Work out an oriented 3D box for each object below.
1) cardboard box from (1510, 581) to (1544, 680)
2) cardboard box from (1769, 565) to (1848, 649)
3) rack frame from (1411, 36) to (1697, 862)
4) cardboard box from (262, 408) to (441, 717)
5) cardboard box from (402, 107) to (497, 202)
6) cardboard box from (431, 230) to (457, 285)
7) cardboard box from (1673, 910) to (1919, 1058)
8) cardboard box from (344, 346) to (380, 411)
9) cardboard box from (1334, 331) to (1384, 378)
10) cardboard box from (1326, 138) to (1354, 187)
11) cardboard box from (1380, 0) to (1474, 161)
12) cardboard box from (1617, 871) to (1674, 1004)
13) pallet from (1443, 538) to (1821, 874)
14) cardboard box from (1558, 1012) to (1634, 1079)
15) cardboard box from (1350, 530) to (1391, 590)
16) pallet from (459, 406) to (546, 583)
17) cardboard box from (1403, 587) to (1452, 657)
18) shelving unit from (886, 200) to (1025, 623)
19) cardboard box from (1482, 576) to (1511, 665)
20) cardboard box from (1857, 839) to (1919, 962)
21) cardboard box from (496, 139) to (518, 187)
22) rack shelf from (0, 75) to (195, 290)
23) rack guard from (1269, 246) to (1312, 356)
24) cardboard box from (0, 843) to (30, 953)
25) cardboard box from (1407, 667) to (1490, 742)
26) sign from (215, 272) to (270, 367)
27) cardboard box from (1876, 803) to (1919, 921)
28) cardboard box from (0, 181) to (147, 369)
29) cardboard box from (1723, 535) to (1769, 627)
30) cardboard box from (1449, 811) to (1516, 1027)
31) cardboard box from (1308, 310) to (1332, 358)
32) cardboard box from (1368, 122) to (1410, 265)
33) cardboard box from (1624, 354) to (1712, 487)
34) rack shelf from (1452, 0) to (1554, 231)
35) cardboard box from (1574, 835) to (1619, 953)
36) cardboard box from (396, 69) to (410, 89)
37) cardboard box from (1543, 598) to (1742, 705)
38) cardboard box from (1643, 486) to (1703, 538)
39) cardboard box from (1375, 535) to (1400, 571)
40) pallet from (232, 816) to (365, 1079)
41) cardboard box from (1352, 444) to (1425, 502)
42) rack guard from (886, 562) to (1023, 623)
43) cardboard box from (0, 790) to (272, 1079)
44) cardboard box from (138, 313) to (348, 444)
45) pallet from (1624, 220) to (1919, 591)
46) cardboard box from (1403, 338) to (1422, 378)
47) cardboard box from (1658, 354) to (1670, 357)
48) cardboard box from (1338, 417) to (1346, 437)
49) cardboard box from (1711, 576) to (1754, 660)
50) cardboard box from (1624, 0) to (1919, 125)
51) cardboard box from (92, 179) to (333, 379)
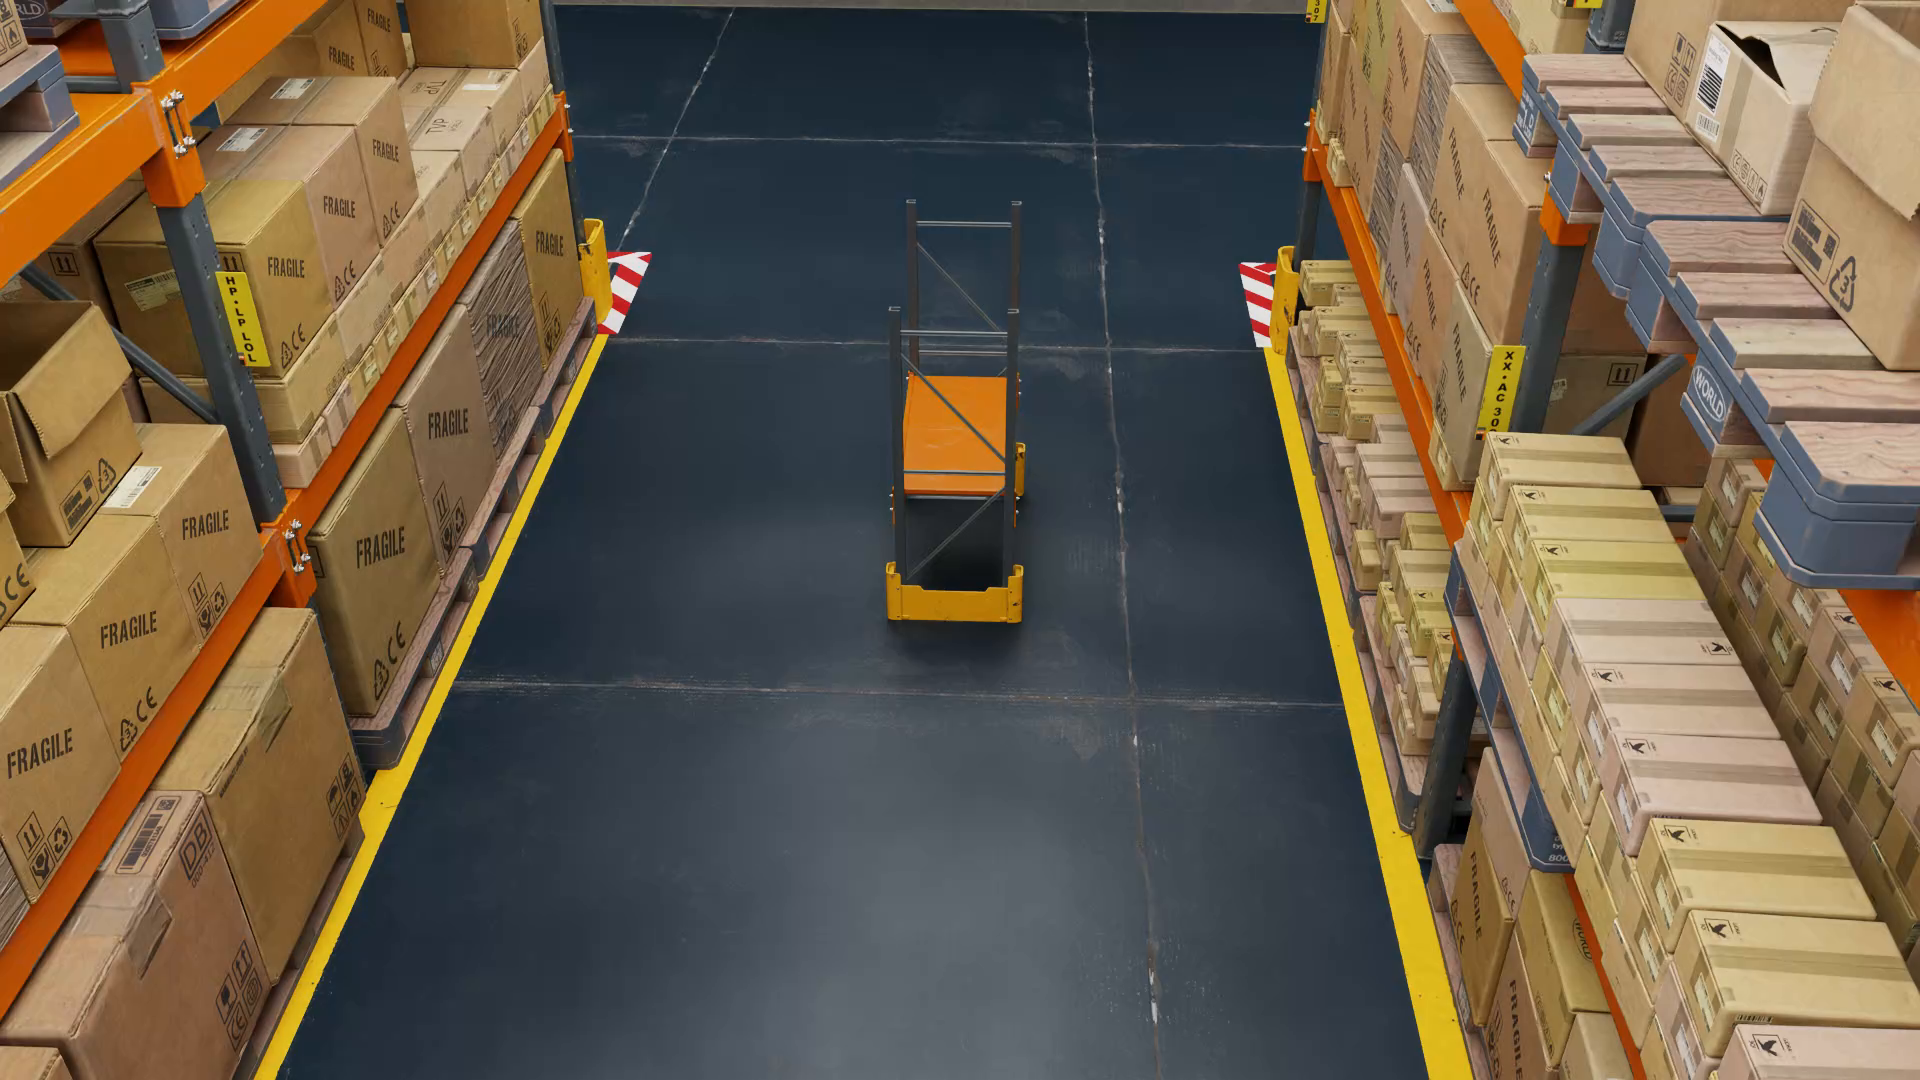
[{"bbox_3d":[1.680,0.244,4.388,0.380,0.149,0.250,2,35,3],"label":"cardboard box"},{"bbox_3d":[2.331,0.147,4.267,0.380,0.149,0.250,0,35,0],"label":"cardboard box"},{"bbox_3d":[2.174,-0.078,5.252,1.000,3.000,0.127,1,35,2],"label":"rack frame"},{"bbox_3d":[-2.671,0.069,6.525,0.875,0.875,0.875,1,35,2],"label":"cardboard box"},{"bbox_3d":[-2.412,-1.741,7.490,0.500,0.250,0.500,0,35,0],"label":"cardboard box"},{"bbox_3d":[-2.372,-1.206,7.076,0.380,0.149,0.250,0,35,1],"label":"cardboard box"},{"bbox_3d":[1.629,0.873,3.236,0.380,0.149,0.250,3,35,4],"label":"cardboard box"},{"bbox_3d":[-2.413,-0.612,6.231,0.380,0.149,0.250,2,35,3],"label":"cardboard box"},{"bbox_3d":[2.018,-0.885,7.997,0.380,0.149,0.250,0,35,0],"label":"cardboard box"},{"bbox_3d":[1.961,-1.794,7.913,0.380,0.149,0.250,0,35,1],"label":"cardboard box"},{"bbox_3d":[1.978,-1.815,6.508,0.500,0.500,0.500,0,35,0],"label":"cardboard box"},{"bbox_3d":[1.638,0.845,3.533,0.380,0.149,0.250,1,35,1],"label":"cardboard box"},{"bbox_3d":[1.998,0.436,4.688,1.003,0.211,1.213,1,35,2],"label":"pallet"},{"bbox_3d":[1.837,1.483,4.187,0.500,0.250,0.500,3,35,4],"label":"cardboard box"},{"bbox_3d":[1.891,0.089,7.129,0.380,0.149,0.250,1,35,2],"label":"cardboard box"},{"bbox_3d":[-2.623,-0.248,7.919,1.003,0.211,1.213,1,35,2],"label":"pallet"},{"bbox_3d":[1.899,0.315,6.290,0.380,0.149,0.250,2,35,2],"label":"cardboard box"},{"bbox_3d":[-0.003,-0.570,7.256,0.587,1.500,1.083,1,35,2],"label":"shelving unit"},{"bbox_3d":[1.694,0.228,4.670,0.380,0.149,0.250,2,35,3],"label":"cardboard box"},{"bbox_3d":[2.307,0.834,3.808,0.380,0.149,0.250,3,35,4],"label":"cardboard box"},{"bbox_3d":[-2.333,-1.796,7.916,0.380,0.149,0.250,2,35,3],"label":"cardboard box"},{"bbox_3d":[-2.858,-0.035,3.207,1.077,0.370,4.000,1,35,2],"label":"rack shelf"},{"bbox_3d":[2.332,-1.310,9.179,1.175,0.500,0.348,1,35,2],"label":"rack guard"},{"bbox_3d":[-2.589,0.856,3.837,0.500,0.500,0.500,1,35,2],"label":"cardboard box"},{"bbox_3d":[1.869,0.606,6.134,0.380,0.149,0.250,2,35,3],"label":"cardboard box"},{"bbox_3d":[-2.235,-0.685,5.178,0.100,0.325,0.005,1,35,2],"label":"sign"},{"bbox_3d":[2.306,0.722,3.709,0.380,0.149,0.250,1,35,2],"label":"cardboard box"},{"bbox_3d":[-3.026,-0.888,5.625,0.500,0.500,0.500,2,35,3],"label":"cardboard box"},{"bbox_3d":[2.346,0.116,4.571,0.380,0.149,0.250,2,35,2],"label":"cardboard box"},{"bbox_3d":[1.880,1.191,5.255,0.500,0.500,0.500,3,35,4],"label":"cardboard box"},{"bbox_3d":[1.990,-1.052,8.494,0.380,0.149,0.250,1,35,2],"label":"cardboard box"},{"bbox_3d":[1.998,-1.405,6.795,0.500,0.500,0.500,0,35,1],"label":"cardboard box"},{"bbox_3d":[2.446,-0.519,5.535,0.500,0.500,0.500,1,35,1],"label":"cardboard box"},{"bbox_3d":[2.255,-2.160,6.232,1.077,0.370,4.000,1,35,2],"label":"rack shelf"},{"bbox_3d":[1.652,0.819,3.829,0.380,0.149,0.250,1,35,1],"label":"cardboard box"},{"bbox_3d":[-2.920,-2.041,7.917,0.500,0.250,0.500,1,35,1],"label":"cardboard box"},{"bbox_3d":[1.668,0.276,4.084,0.380,0.149,0.250,1,35,1],"label":"cardboard box"},{"bbox_3d":[2.513,-0.130,5.545,0.380,0.149,0.250,3,35,4],"label":"cardboard box"},{"bbox_3d":[1.960,0.008,6.986,0.380,0.149,0.250,2,35,3],"label":"cardboard box"},{"bbox_3d":[-2.733,1.335,5.667,1.003,0.211,1.213,1,35,2],"label":"pallet"},{"bbox_3d":[1.907,-0.288,7.148,0.380,0.149,0.250,0,35,0],"label":"cardboard box"},{"bbox_3d":[-0.023,0.228,7.209,0.587,0.250,0.087,1,35,2],"label":"rack guard"},{"bbox_3d":[-2.818,1.328,4.734,1.225,0.875,0.875,0,35,0],"label":"cardboard box"},{"bbox_3d":[-2.497,-0.575,5.831,0.500,0.250,0.500,1,35,1],"label":"cardboard box"},{"bbox_3d":[2.004,-0.280,3.095,1.213,0.211,1.003,1,35,2],"label":"pallet"},{"bbox_3d":[1.940,-0.752,6.429,0.380,0.149,0.250,0,35,0],"label":"cardboard box"},{"bbox_3d":[2.436,-0.903,5.211,0.500,0.500,0.500,2,35,3],"label":"cardboard box"},{"bbox_3d":[2.027,-0.500,7.967,0.380,0.149,0.250,1,35,2],"label":"cardboard box"},{"bbox_3d":[2.346,0.235,4.660,0.380,0.149,0.250,2,35,2],"label":"cardboard box"},{"bbox_3d":[2.049,-1.303,3.934,0.700,0.500,0.500,1,35,2],"label":"cardboard box"},{"bbox_3d":[-2.503,-0.887,5.623,0.500,0.500,0.500,1,35,2],"label":"cardboard box"}]
